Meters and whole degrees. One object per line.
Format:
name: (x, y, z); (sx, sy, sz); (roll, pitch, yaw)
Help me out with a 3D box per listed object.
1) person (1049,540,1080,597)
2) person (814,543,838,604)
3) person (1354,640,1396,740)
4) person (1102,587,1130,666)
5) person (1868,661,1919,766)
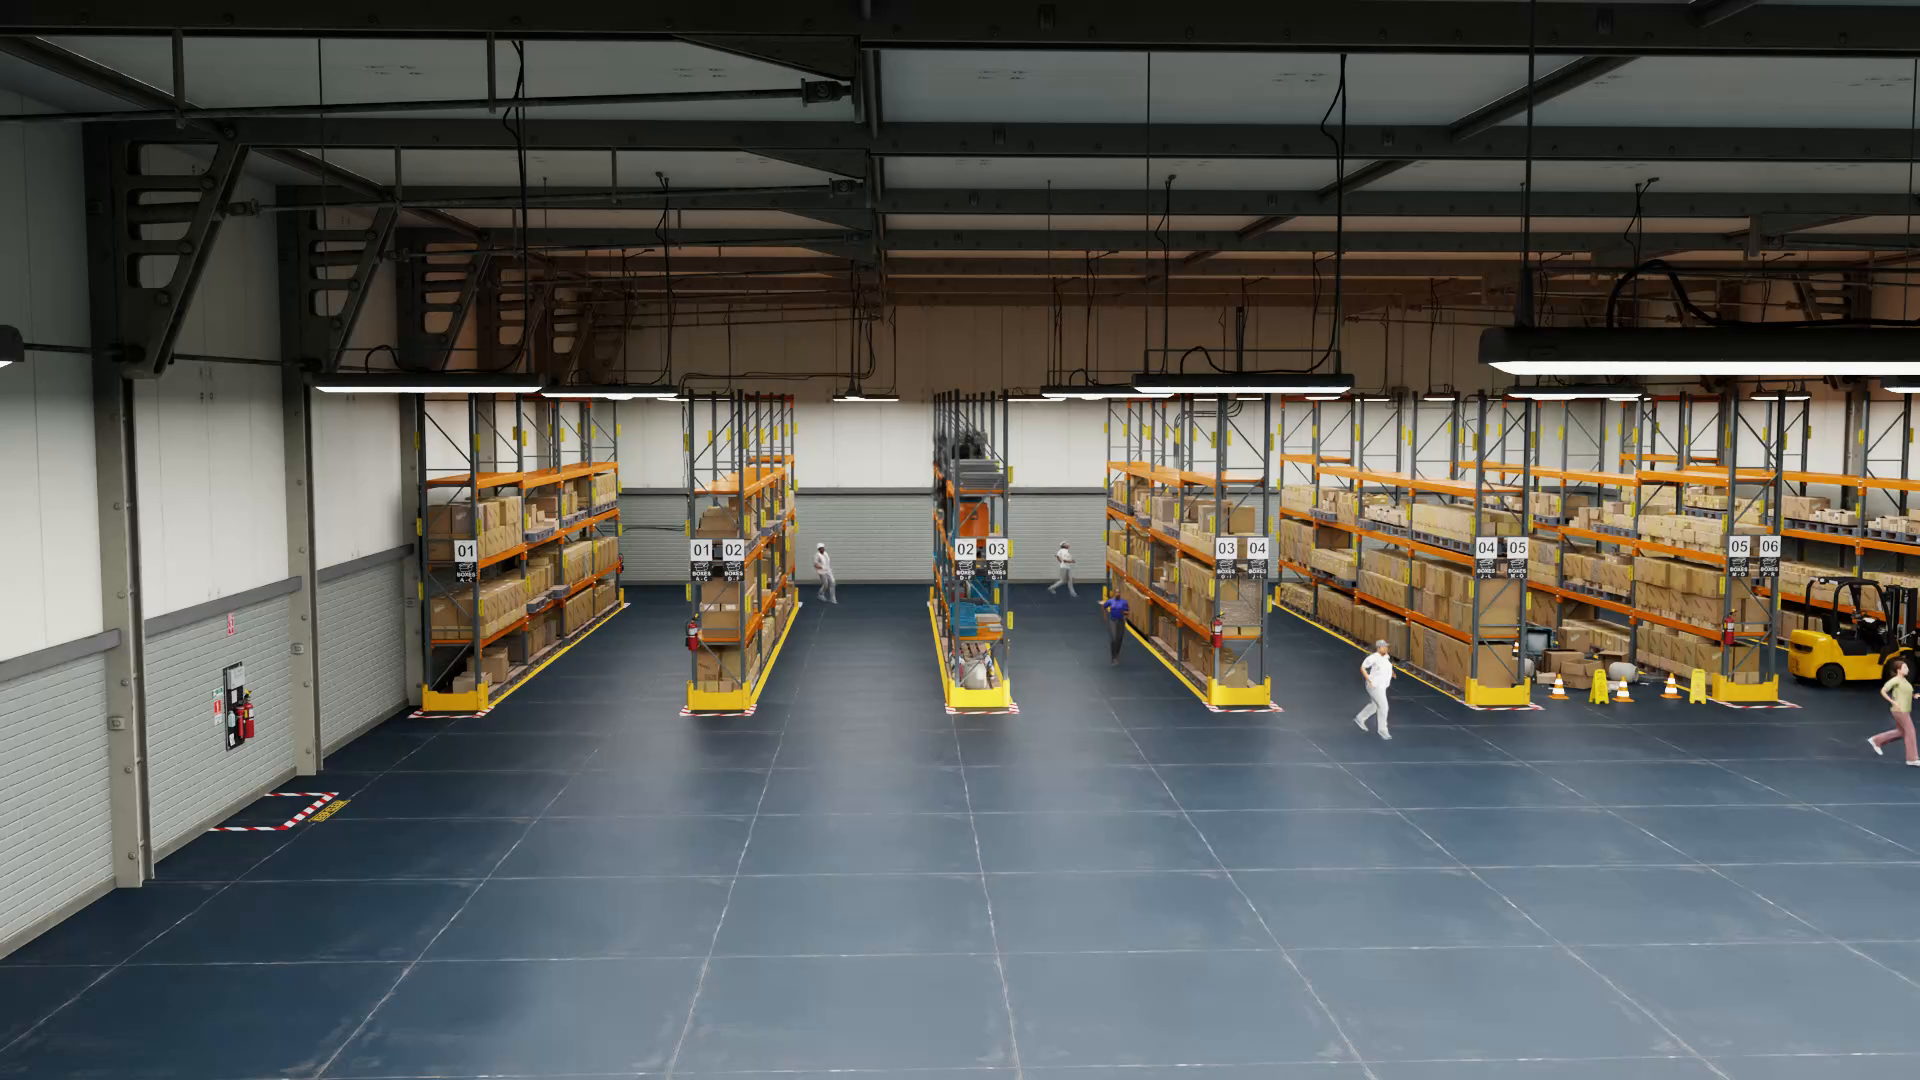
person: (3.088, 0.852, 49.280); (0.920, 1.699, 0.582); (0, 5, 2)
person: (-3.924, 0.955, 47.792); (0.787, 1.761, 0.684); (3, 6, 35)
person: (7.179, 2.553, 28.745); (0.815, 1.705, 0.601); (4, 6, 42)
person: (3.458, 1.900, 36.749); (0.549, 1.717, 0.781); (-1, 5, -8)
person: (14.942, 2.731, 26.461); (0.587, 1.645, 0.911); (-4, 6, -43)
